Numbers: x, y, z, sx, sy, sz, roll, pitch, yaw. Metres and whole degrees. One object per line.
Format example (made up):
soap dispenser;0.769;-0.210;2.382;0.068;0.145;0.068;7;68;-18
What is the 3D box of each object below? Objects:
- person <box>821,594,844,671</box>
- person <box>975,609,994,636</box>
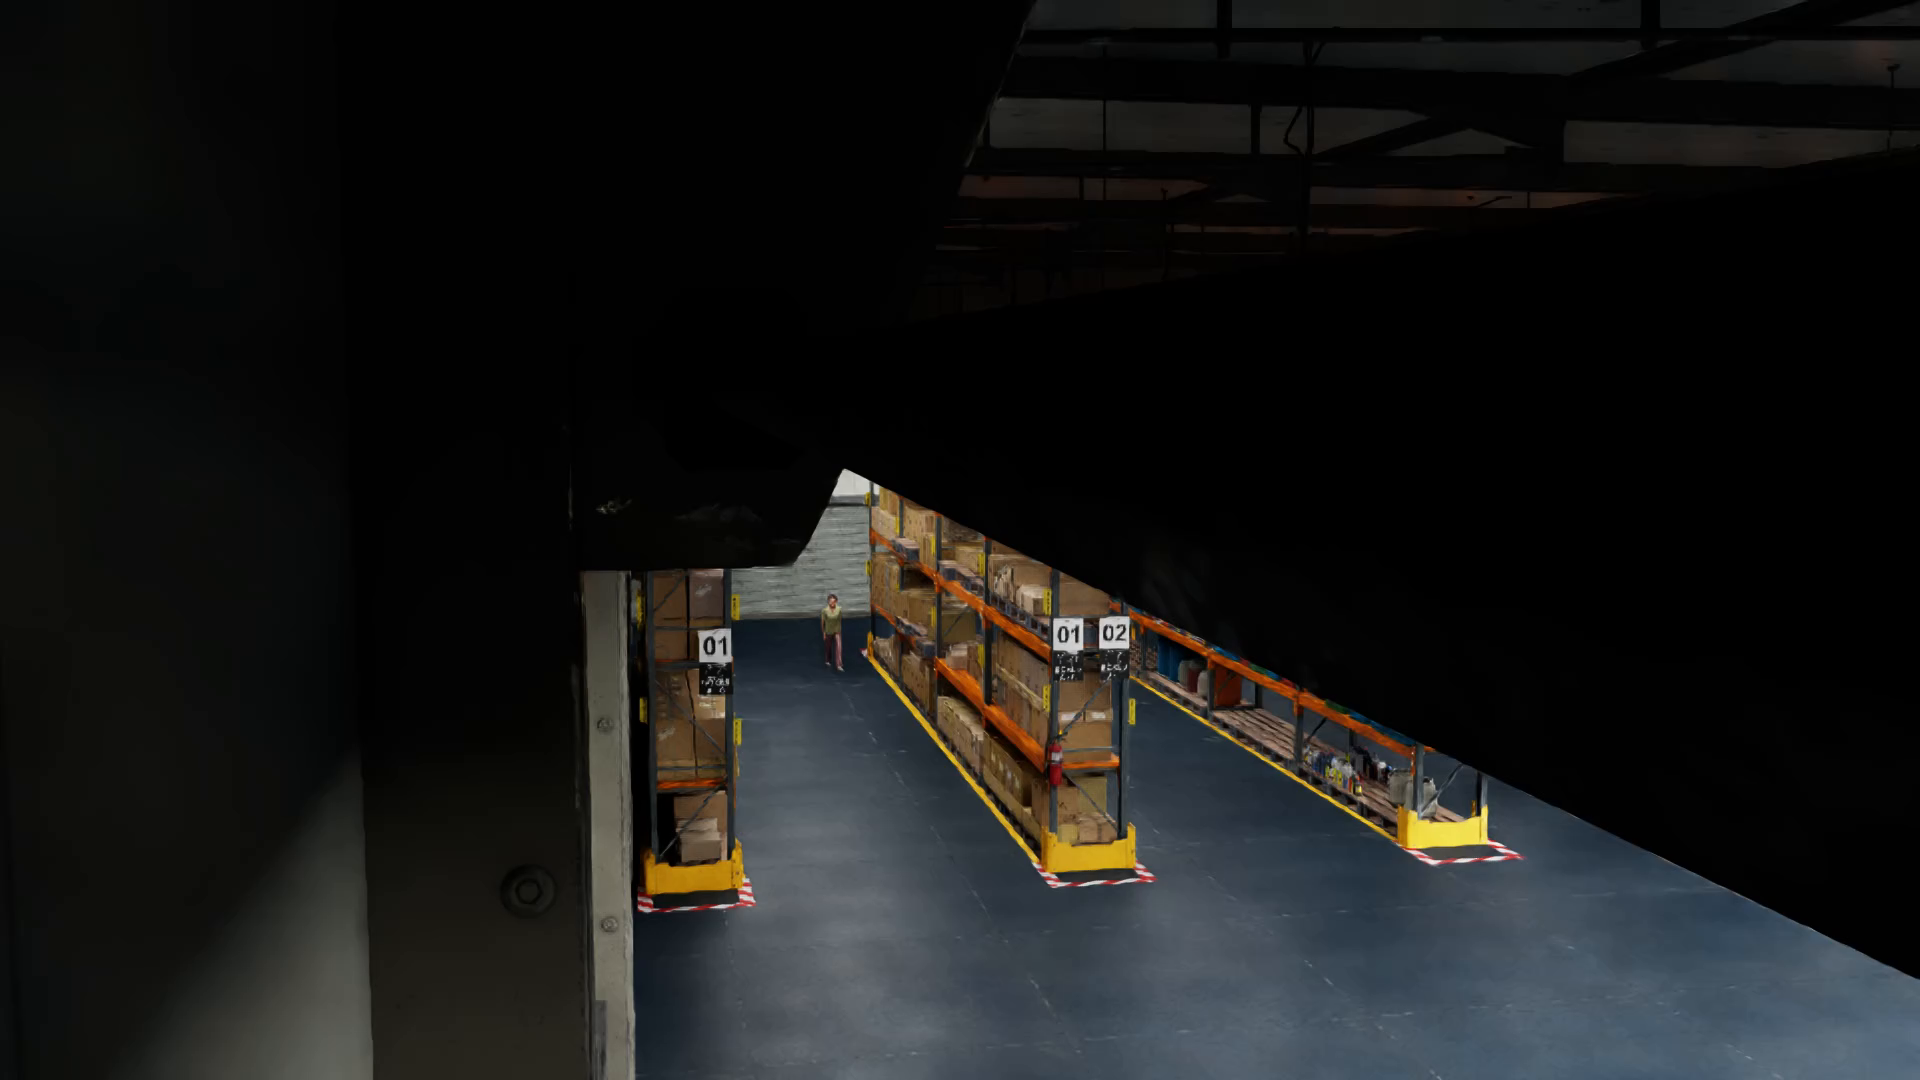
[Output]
person;-2.670;1.905;34.680;0.448;1.590;1.110;-1;6;-9
person;0.663;1.542;37.671;0.554;1.712;1.040;-1;6;-12
